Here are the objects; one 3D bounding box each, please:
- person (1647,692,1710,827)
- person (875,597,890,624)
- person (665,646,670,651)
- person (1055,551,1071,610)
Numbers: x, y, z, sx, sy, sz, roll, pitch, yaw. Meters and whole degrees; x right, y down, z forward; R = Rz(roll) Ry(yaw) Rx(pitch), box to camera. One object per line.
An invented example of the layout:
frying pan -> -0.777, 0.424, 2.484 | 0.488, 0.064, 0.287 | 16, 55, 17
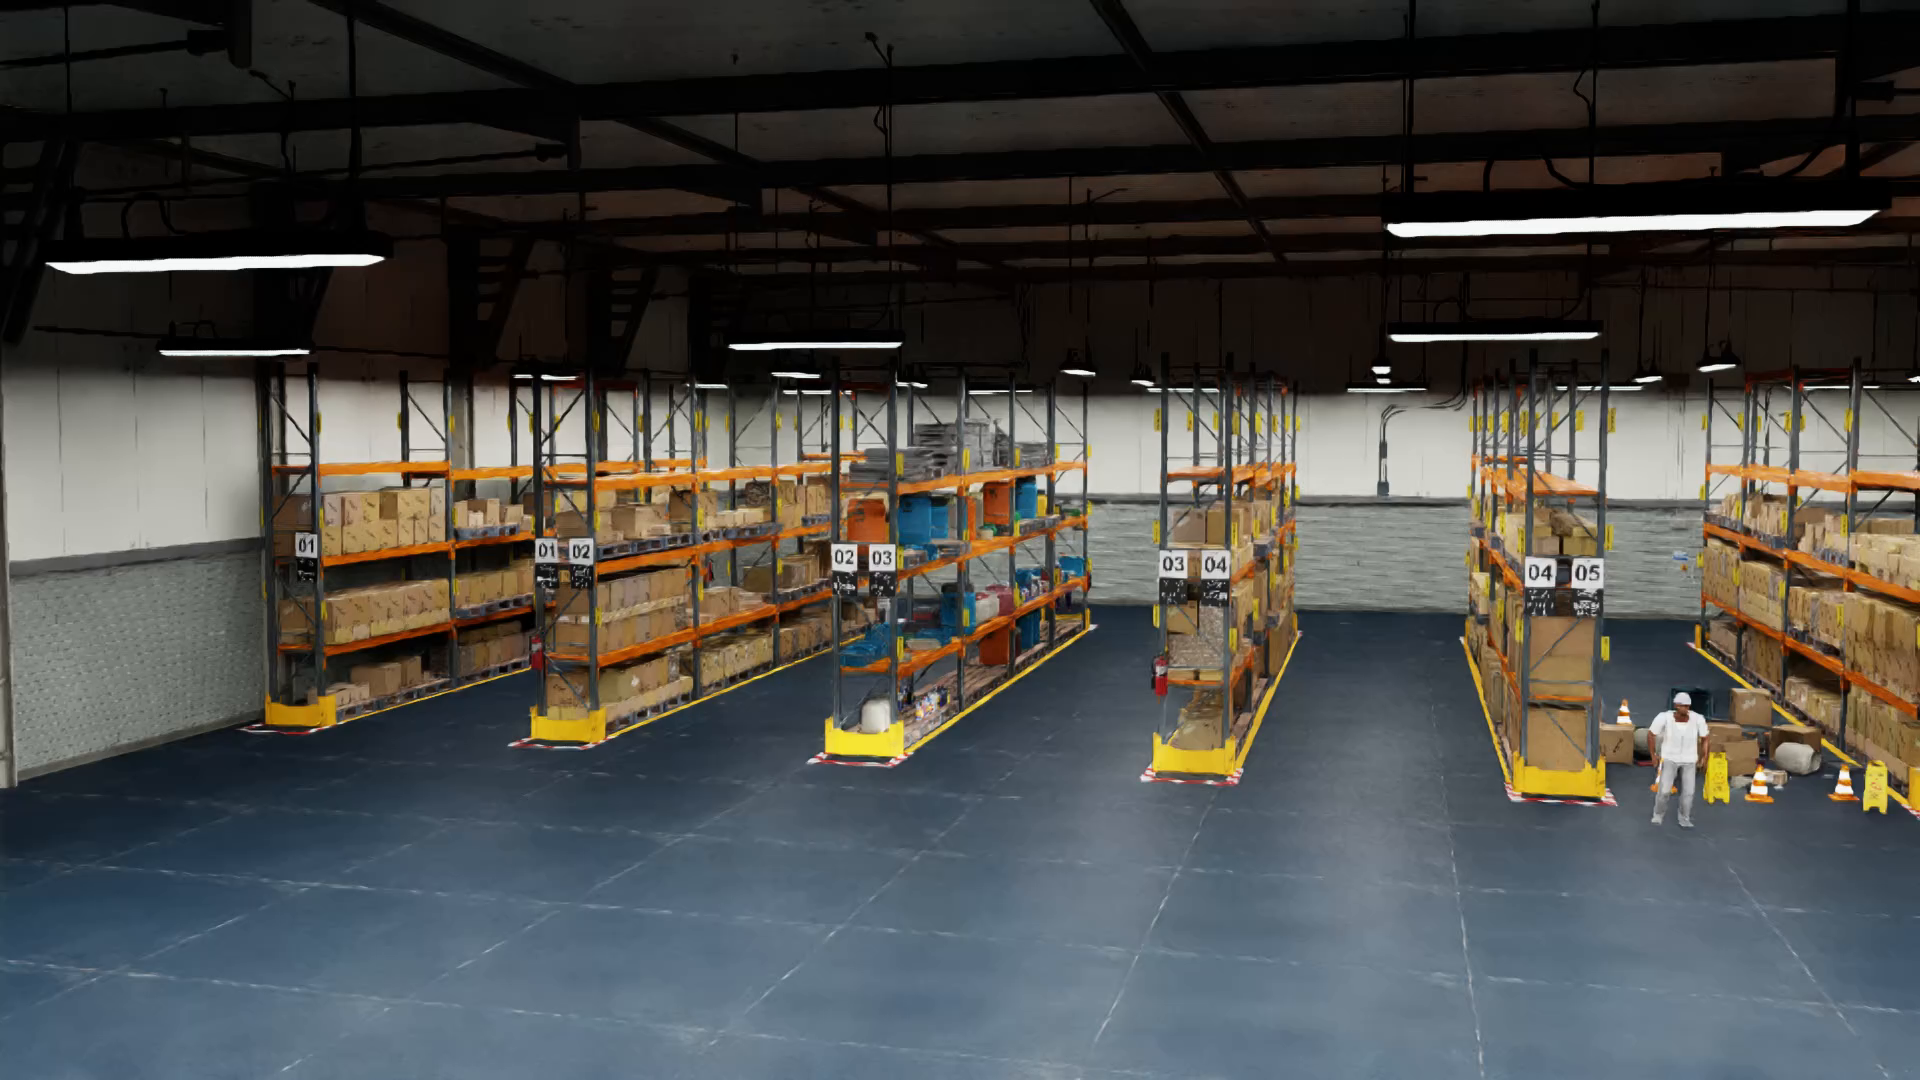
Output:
person -> 8.870, 2.709, 20.539 | 0.719, 1.714, 0.578 | 1, 4, 14
person -> -1.716, 1.546, 37.691 | 0.456, 1.578, 1.088 | 1, 4, 17
person -> -6.024, 1.864, 33.642 | 0.417, 1.517, 1.037 | 1, 4, 17
person -> 2.758, 1.089, 44.431 | 0.625, 1.596, 0.503 | 1, 4, 13
